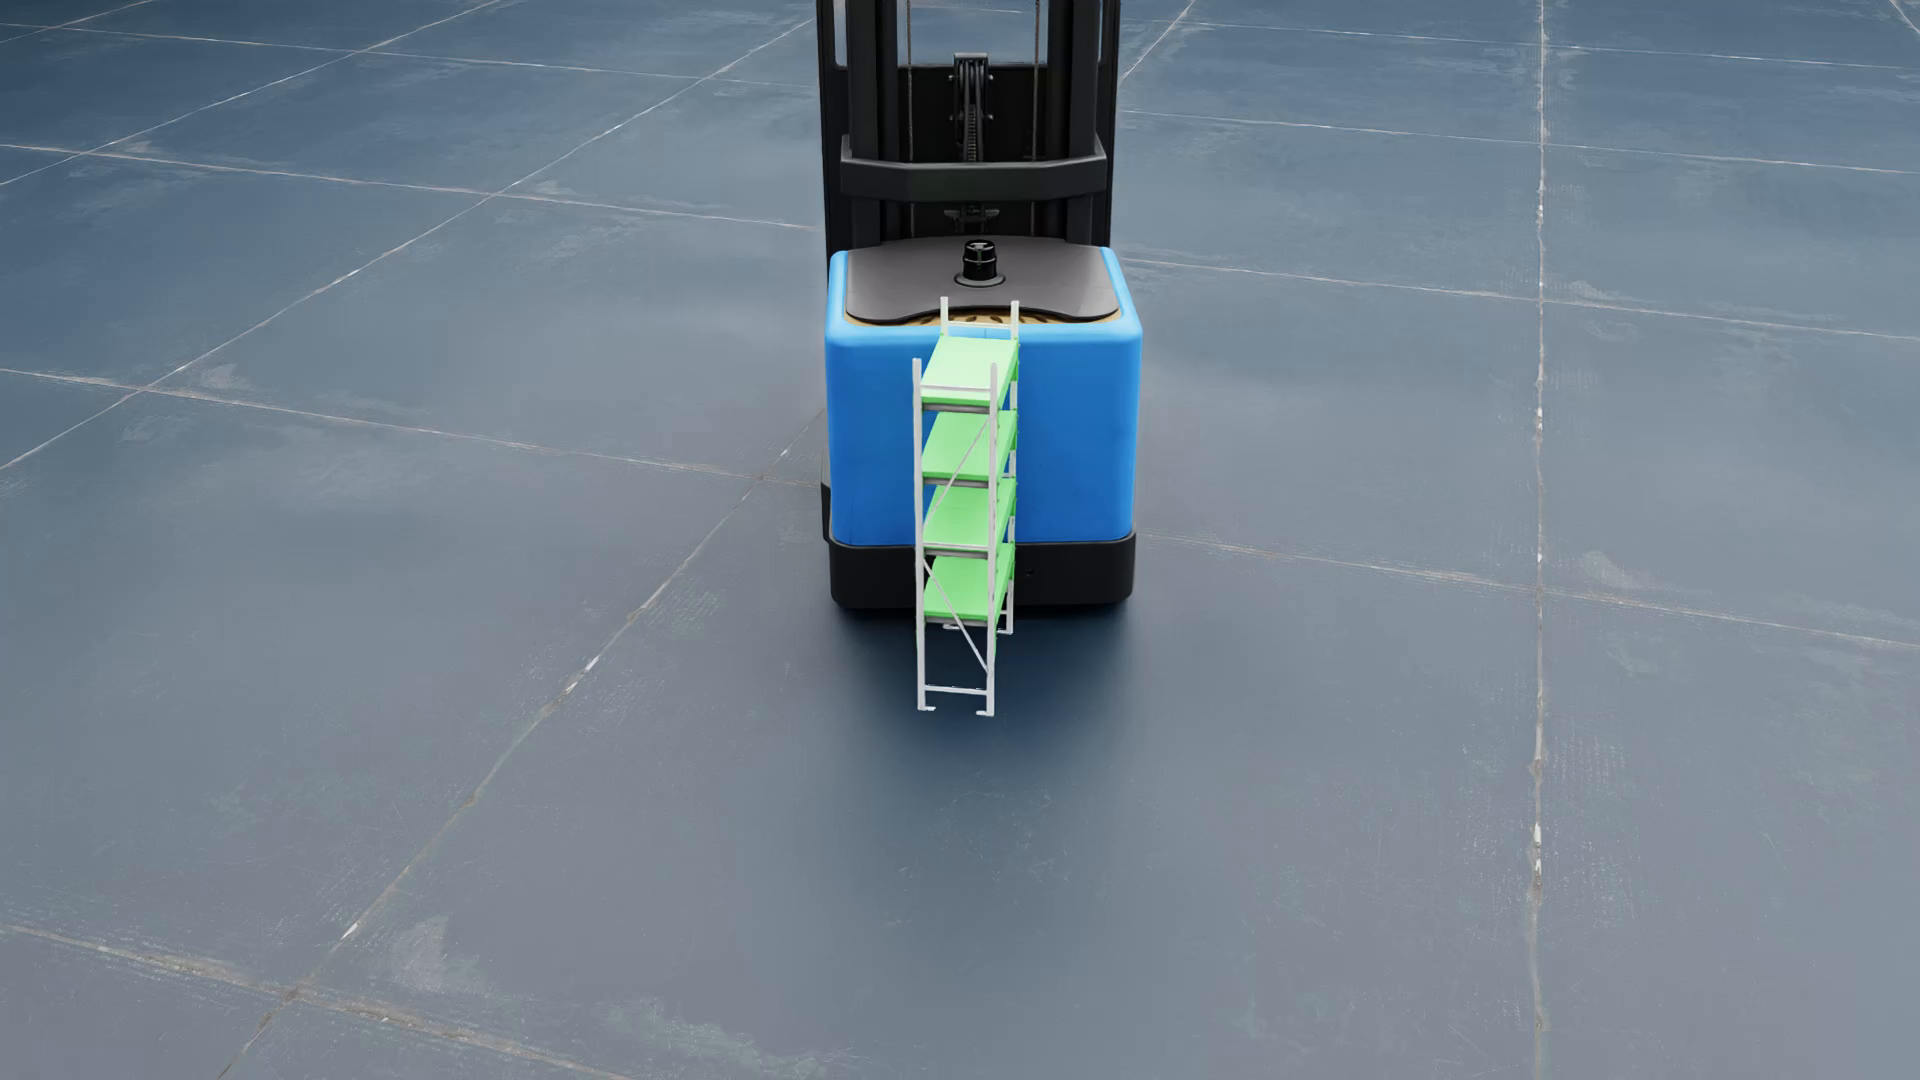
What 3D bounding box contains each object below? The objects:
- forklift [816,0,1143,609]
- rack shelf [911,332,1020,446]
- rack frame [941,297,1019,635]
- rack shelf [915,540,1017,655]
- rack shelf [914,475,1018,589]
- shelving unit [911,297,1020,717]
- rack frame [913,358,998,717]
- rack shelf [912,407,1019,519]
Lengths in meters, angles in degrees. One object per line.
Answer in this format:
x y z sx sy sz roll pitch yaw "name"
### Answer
0.018 -1.726 6.337 1.130 2.935 3.031 -1 29 -2 "forklift"
0.024 -0.460 4.986 0.258 0.148 0.480 4 29 8 "rack shelf"
0.060 -0.213 5.399 0.240 1.200 0.015 4 29 8 "rack frame"
0.024 0.169 5.336 0.258 0.148 0.480 4 29 8 "rack shelf"
0.024 -0.040 5.220 0.258 0.148 0.480 4 29 8 "rack shelf"
0.024 -0.096 5.189 0.258 1.200 0.503 4 29 8 "shelving unit"
-0.013 0.021 4.978 0.240 1.200 0.015 4 29 8 "rack frame"
0.024 -0.250 5.103 0.258 0.148 0.480 4 29 8 "rack shelf"
